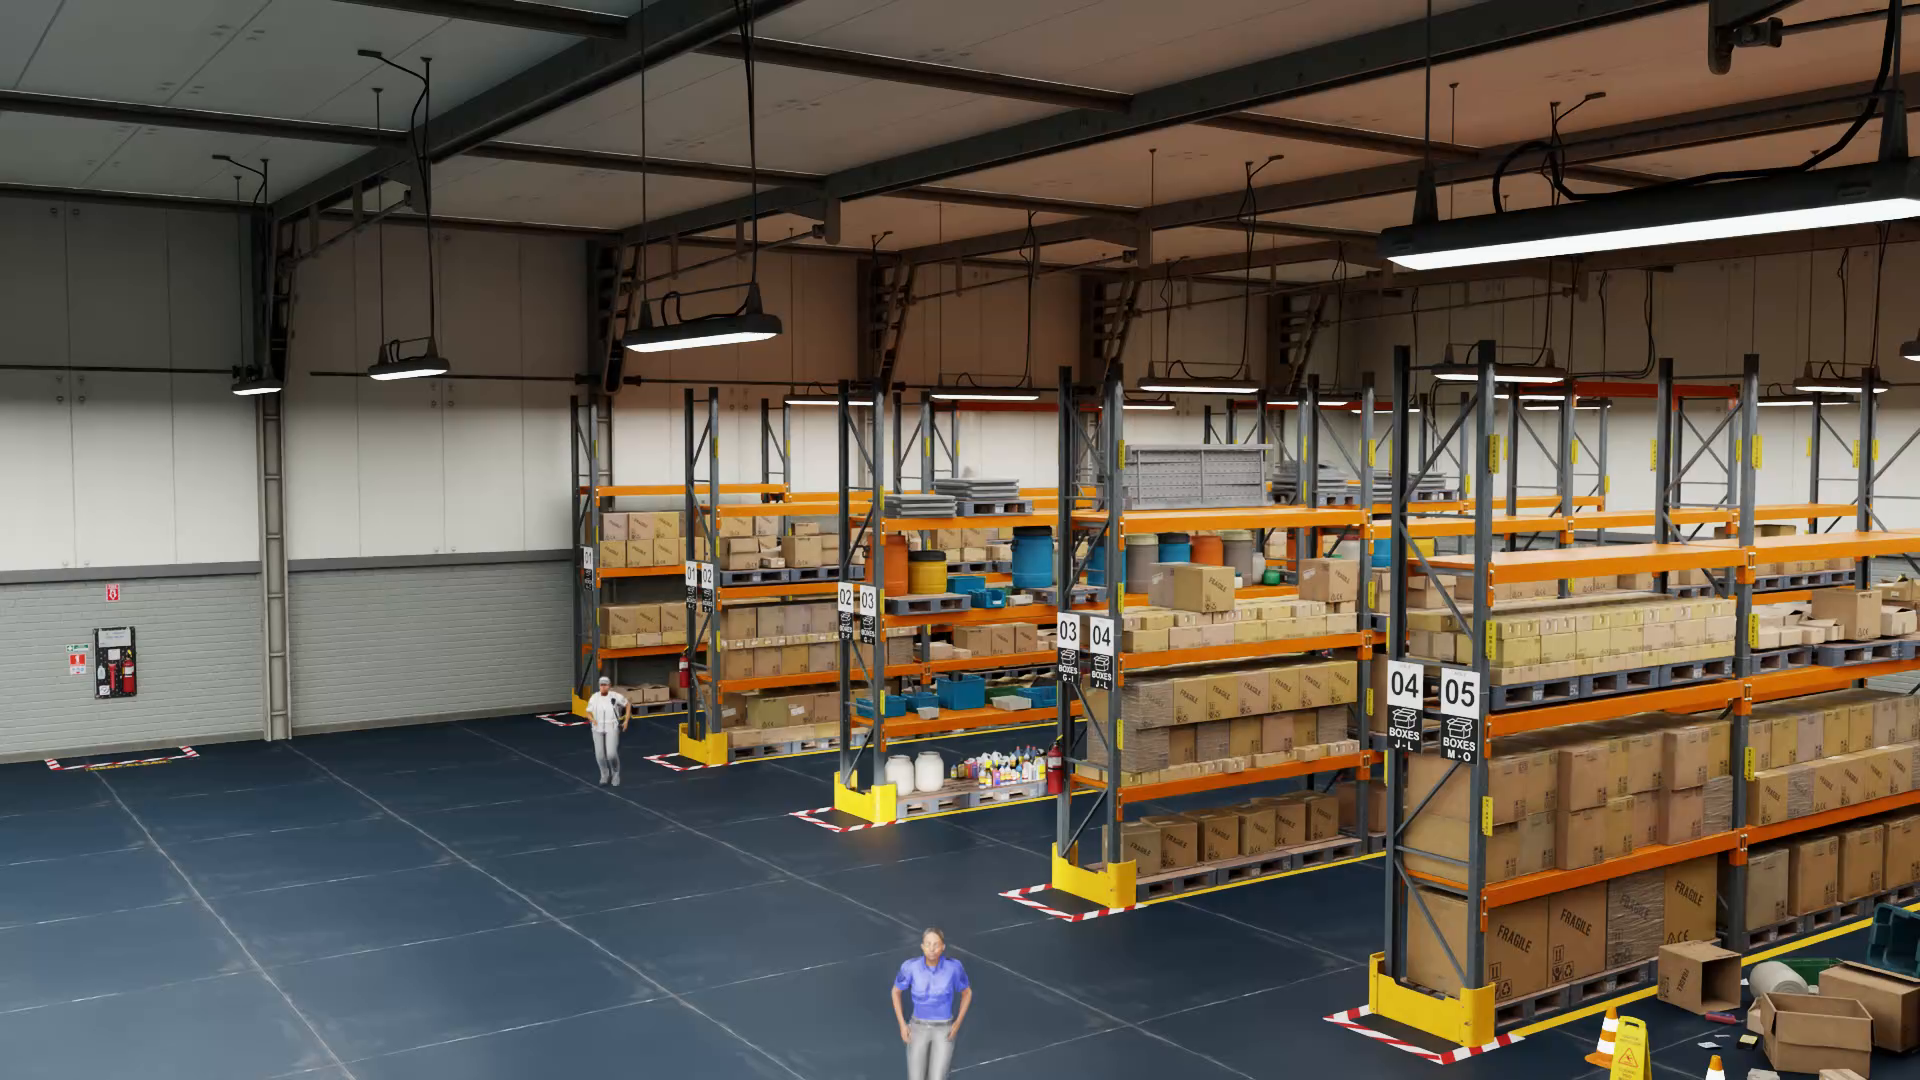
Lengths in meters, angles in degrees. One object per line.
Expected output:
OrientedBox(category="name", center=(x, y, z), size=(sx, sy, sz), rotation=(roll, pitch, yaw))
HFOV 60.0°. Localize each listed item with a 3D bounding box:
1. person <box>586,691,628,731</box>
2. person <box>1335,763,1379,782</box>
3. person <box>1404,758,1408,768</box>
OrientedBox(category="person", center=(-5.274, 2.524, 24.755), size=(0.583, 0.582, 0.378), rotation=(0, 3, -2))
OrientedBox(category="person", center=(6.112, 2.944, 25.434), size=(1.041, 1.458, 0.555), rotation=(-3, 5, -43))
OrientedBox(category="person", center=(6.526, 3.169, 24.421), size=(0.704, 0.942, 0.411), rotation=(-3, 4, -38))
